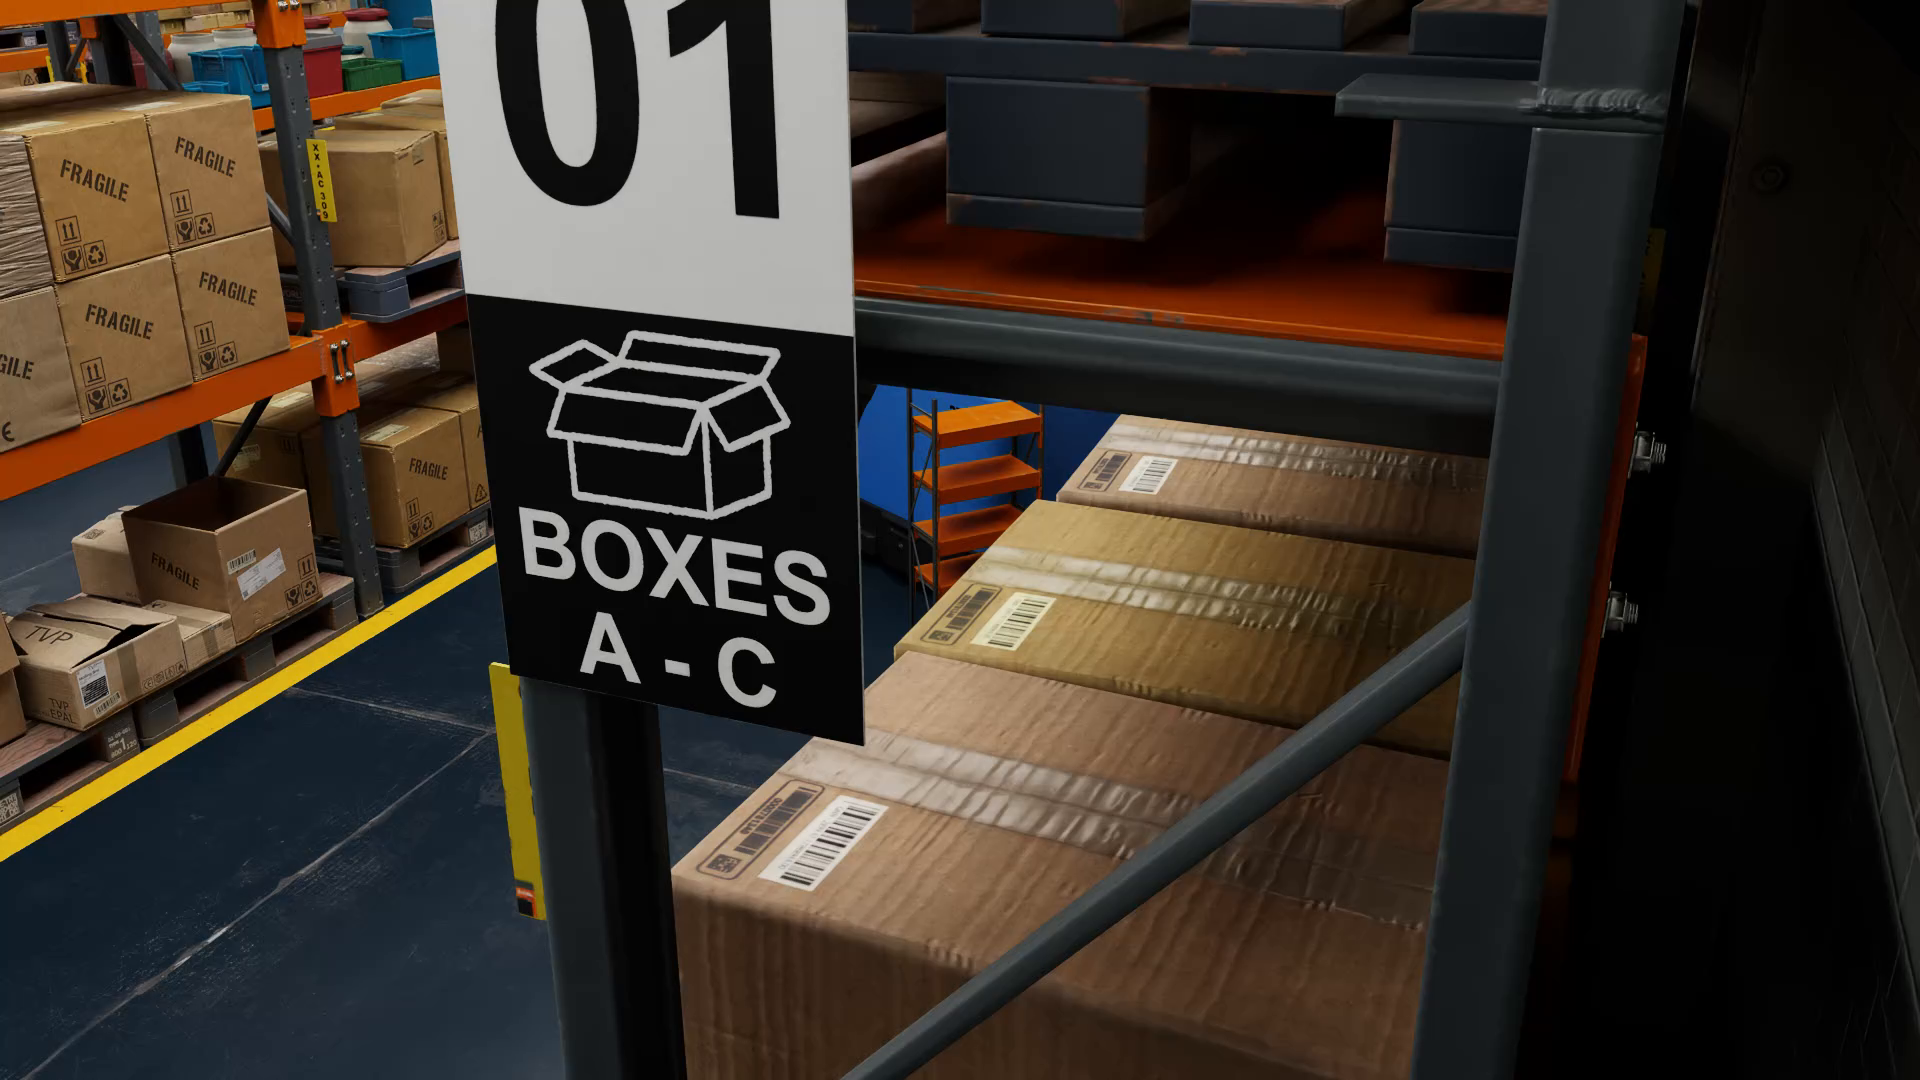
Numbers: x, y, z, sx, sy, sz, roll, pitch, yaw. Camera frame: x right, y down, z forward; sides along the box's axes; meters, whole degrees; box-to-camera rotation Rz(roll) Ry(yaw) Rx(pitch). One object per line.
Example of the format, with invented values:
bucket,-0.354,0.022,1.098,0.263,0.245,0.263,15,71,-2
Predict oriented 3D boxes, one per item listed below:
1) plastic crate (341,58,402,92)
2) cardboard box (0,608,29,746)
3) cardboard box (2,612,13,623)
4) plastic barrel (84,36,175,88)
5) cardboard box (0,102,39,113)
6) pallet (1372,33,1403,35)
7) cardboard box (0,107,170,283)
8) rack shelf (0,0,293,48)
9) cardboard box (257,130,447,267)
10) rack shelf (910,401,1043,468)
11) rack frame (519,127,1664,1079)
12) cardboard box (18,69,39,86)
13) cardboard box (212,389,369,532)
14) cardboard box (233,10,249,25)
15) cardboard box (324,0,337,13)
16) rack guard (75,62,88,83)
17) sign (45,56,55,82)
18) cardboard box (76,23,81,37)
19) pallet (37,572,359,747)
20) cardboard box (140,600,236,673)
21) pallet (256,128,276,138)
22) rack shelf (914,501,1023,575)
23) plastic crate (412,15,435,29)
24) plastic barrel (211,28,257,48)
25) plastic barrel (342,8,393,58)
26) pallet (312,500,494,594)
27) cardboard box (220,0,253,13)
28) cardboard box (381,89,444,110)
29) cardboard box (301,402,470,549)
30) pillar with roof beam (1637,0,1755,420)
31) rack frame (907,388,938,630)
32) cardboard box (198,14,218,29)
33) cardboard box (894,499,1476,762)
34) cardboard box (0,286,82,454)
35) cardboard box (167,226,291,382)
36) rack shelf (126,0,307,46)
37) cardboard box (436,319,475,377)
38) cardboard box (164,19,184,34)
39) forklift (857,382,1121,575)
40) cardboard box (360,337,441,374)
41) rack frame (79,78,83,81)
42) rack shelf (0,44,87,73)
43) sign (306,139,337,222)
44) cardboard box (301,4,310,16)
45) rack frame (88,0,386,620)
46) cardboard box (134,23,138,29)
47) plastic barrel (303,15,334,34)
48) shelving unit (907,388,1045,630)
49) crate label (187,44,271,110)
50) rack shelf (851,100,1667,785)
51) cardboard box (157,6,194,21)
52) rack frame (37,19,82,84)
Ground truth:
plastic crate,-5.092,-3.934,14.052,0.450,0.188,0.662,9,24,20
cardboard box,-3.774,0.500,5.830,0.797,0.503,0.637,9,24,20
cardboard box,-3.750,0.412,6.477,0.380,0.166,0.250,9,24,20
plastic barrel,-6.302,-3.537,12.648,0.600,0.536,0.708,9,24,20
cardboard box,-3.708,-1.317,6.084,0.500,0.500,0.500,8,24,18
pallet,0.751,-1.031,3.051,1.003,0.211,1.213,9,24,20
cardboard box,-3.216,-1.228,5.872,0.500,0.500,0.500,8,24,19
rack shelf,-3.824,-1.459,4.892,1.077,0.370,4.000,9,24,20
cardboard box,-2.697,-1.500,7.274,0.700,0.500,0.500,1,23,2
rack shelf,0.065,-0.438,6.722,0.480,0.148,0.258,-12,25,-26
rack frame,0.034,1.017,1.924,1.000,3.000,0.127,9,24,20
cardboard box,-12.578,-6.544,22.236,0.875,0.875,0.875,9,24,20
cardboard box,-3.164,-0.390,7.963,0.500,0.500,0.500,9,24,20
cardboard box,-8.351,-5.957,18.947,0.380,0.149,0.250,9,24,20
cardboard box,-7.827,-6.499,20.244,0.380,0.149,0.250,9,24,20
rack guard,-12.378,-6.438,23.014,1.175,0.500,0.348,9,24,20
sign,-6.706,-3.416,12.324,0.100,0.325,0.005,9,24,20
cardboard box,-9.499,-5.408,17.631,0.380,0.149,0.250,9,24,20
pallet,-3.337,0.410,6.995,1.003,0.211,1.213,9,24,20
cardboard box,-3.113,0.377,6.583,0.380,0.149,0.250,9,24,20
pallet,-8.637,-4.802,19.472,1.003,0.211,1.213,9,24,20
rack shelf,0.065,-0.013,6.899,0.480,0.148,0.258,-12,25,-26
plastic crate,-4.603,-4.508,15.068,0.402,0.464,0.583,9,24,20
plastic barrel,-5.853,-3.865,13.467,0.421,0.512,0.421,0,23,0
plastic barrel,-5.266,-4.447,14.829,0.433,0.535,0.433,0,23,0
pallet,-2.814,-0.132,8.293,1.003,0.211,1.213,9,24,20
cardboard box,-8.546,-6.281,18.879,0.875,0.500,0.500,9,24,20
cardboard box,-2.482,-2.003,8.480,0.700,0.500,0.500,3,23,7
cardboard box,-2.675,-0.310,7.773,0.500,0.500,0.500,8,24,18
pillar with roof beam,0.294,-5.572,9.914,9.100,9.000,0.400,9,24,20
rack frame,-0.151,-0.031,6.767,0.015,1.200,0.240,-12,25,-26
cardboard box,-8.505,-5.774,18.507,0.380,0.149,0.250,9,24,20
cardboard box,0.474,0.433,2.934,0.980,0.700,0.700,9,24,20
cardboard box,-3.407,-0.584,5.627,0.500,0.500,0.500,9,24,21
cardboard box,-3.028,-0.953,6.510,0.500,0.500,0.500,9,24,21
rack shelf,-2.338,-2.890,8.319,1.077,0.370,4.000,9,24,20
cardboard box,-2.304,-1.014,8.485,0.500,0.250,0.500,9,24,20
cardboard box,-8.690,-5.595,18.078,0.380,0.149,0.250,9,24,20
forklift,-0.396,-1.538,8.130,1.130,2.935,3.031,-18,28,-36
cardboard box,-2.786,-0.745,8.813,0.500,0.500,0.500,9,24,21
rack frame,-12.387,-7.583,22.511,1.000,3.000,0.127,9,24,20
rack shelf,-10.048,-4.357,15.723,1.077,0.370,4.000,9,24,20
sign,-2.574,-1.447,6.699,0.100,0.325,0.005,9,24,20
cardboard box,-7.980,-6.315,19.803,0.380,0.149,0.250,9,24,20
rack frame,-3.081,-1.122,7.045,1.000,3.000,0.127,9,24,20
cardboard box,-8.841,-5.410,17.637,0.380,0.149,0.250,9,24,20
plastic barrel,-5.538,-4.185,14.201,0.433,0.535,0.433,0,23,0
shelving unit,0.065,-0.075,6.873,0.503,1.200,0.258,-12,25,-26
crate label,-5.573,-3.597,12.925,0.502,0.435,0.616,9,24,20
rack shelf,0.777,-0.751,3.198,1.077,0.370,4.000,9,24,20
cardboard box,-8.863,-5.914,18.002,0.875,0.500,0.500,9,24,20
rack frame,-9.306,-5.405,17.298,1.000,3.000,0.127,9,24,20
